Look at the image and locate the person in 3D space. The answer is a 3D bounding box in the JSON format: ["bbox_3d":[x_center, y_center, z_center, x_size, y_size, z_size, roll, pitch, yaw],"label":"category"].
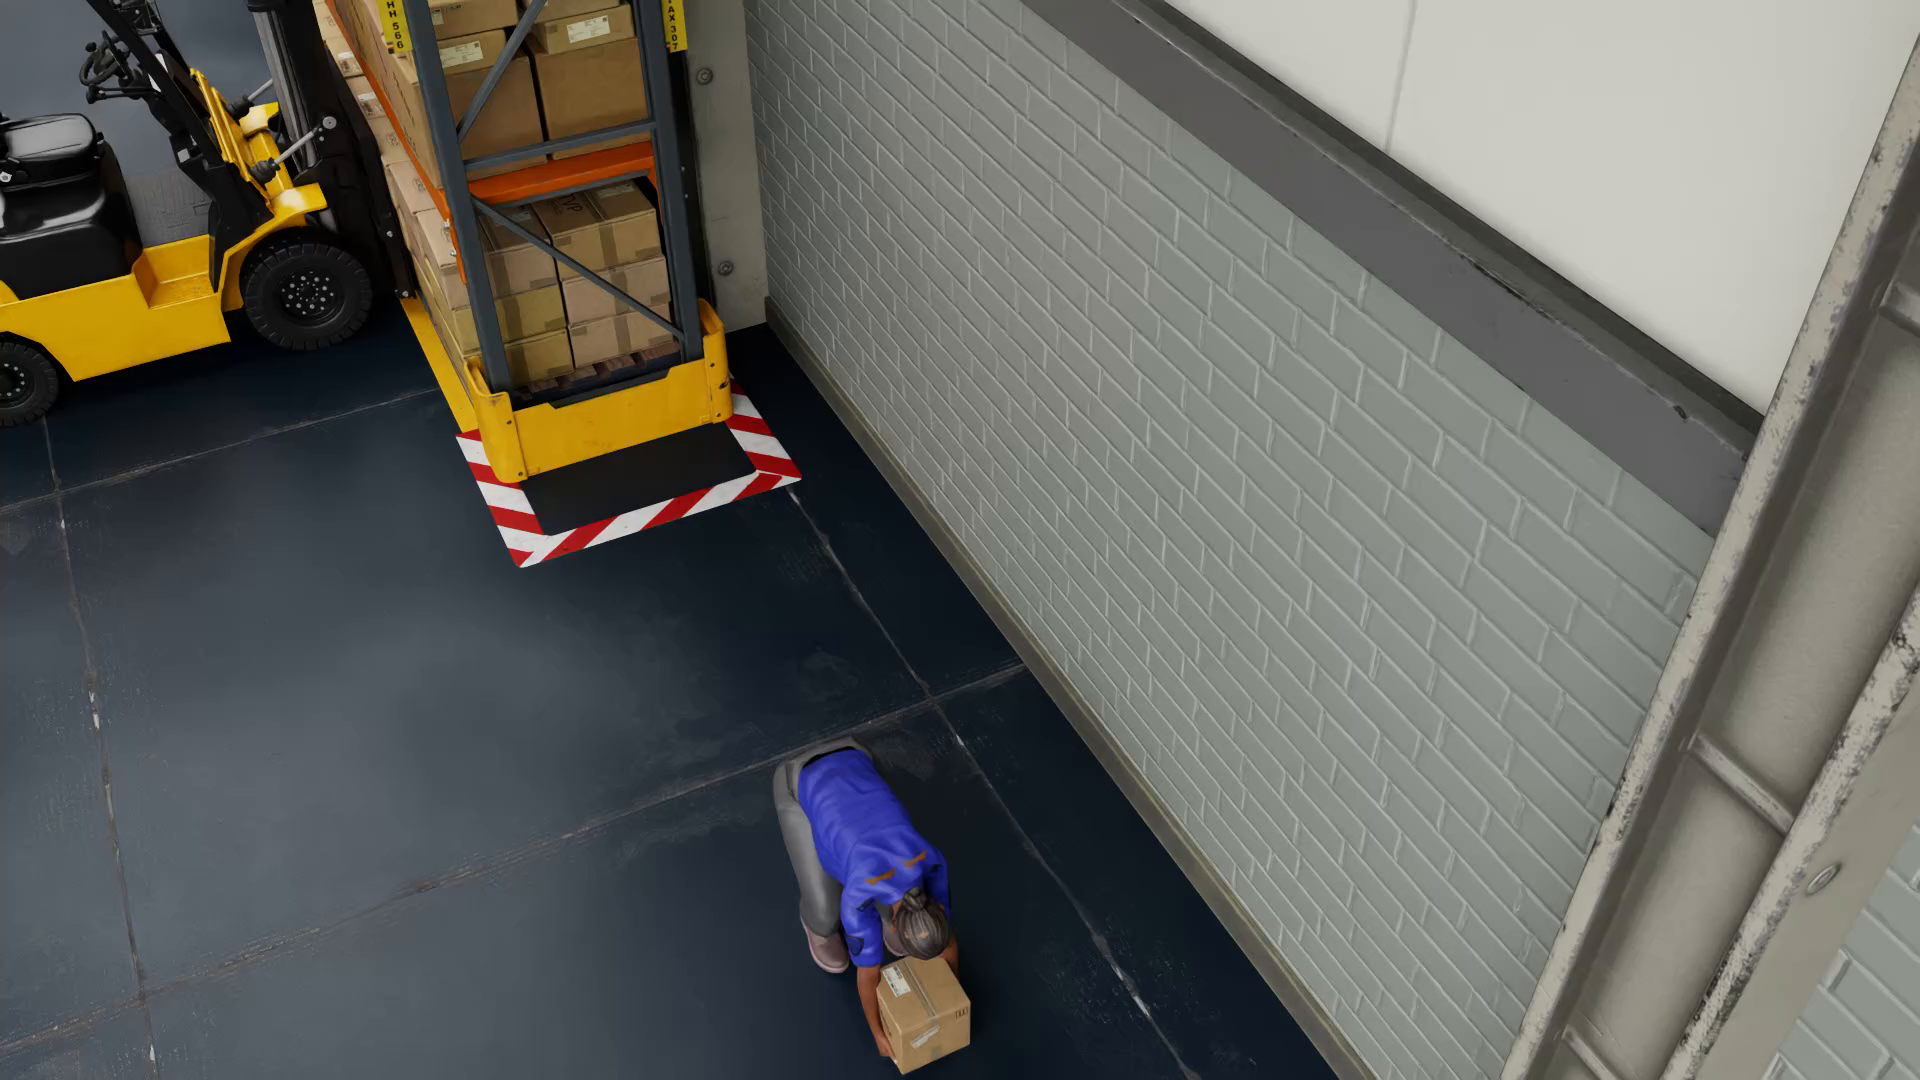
[{"bbox_3d":[-0.288,1.153,5.481,0.454,0.836,0.866,-21,46,-22],"label":"person"}]
